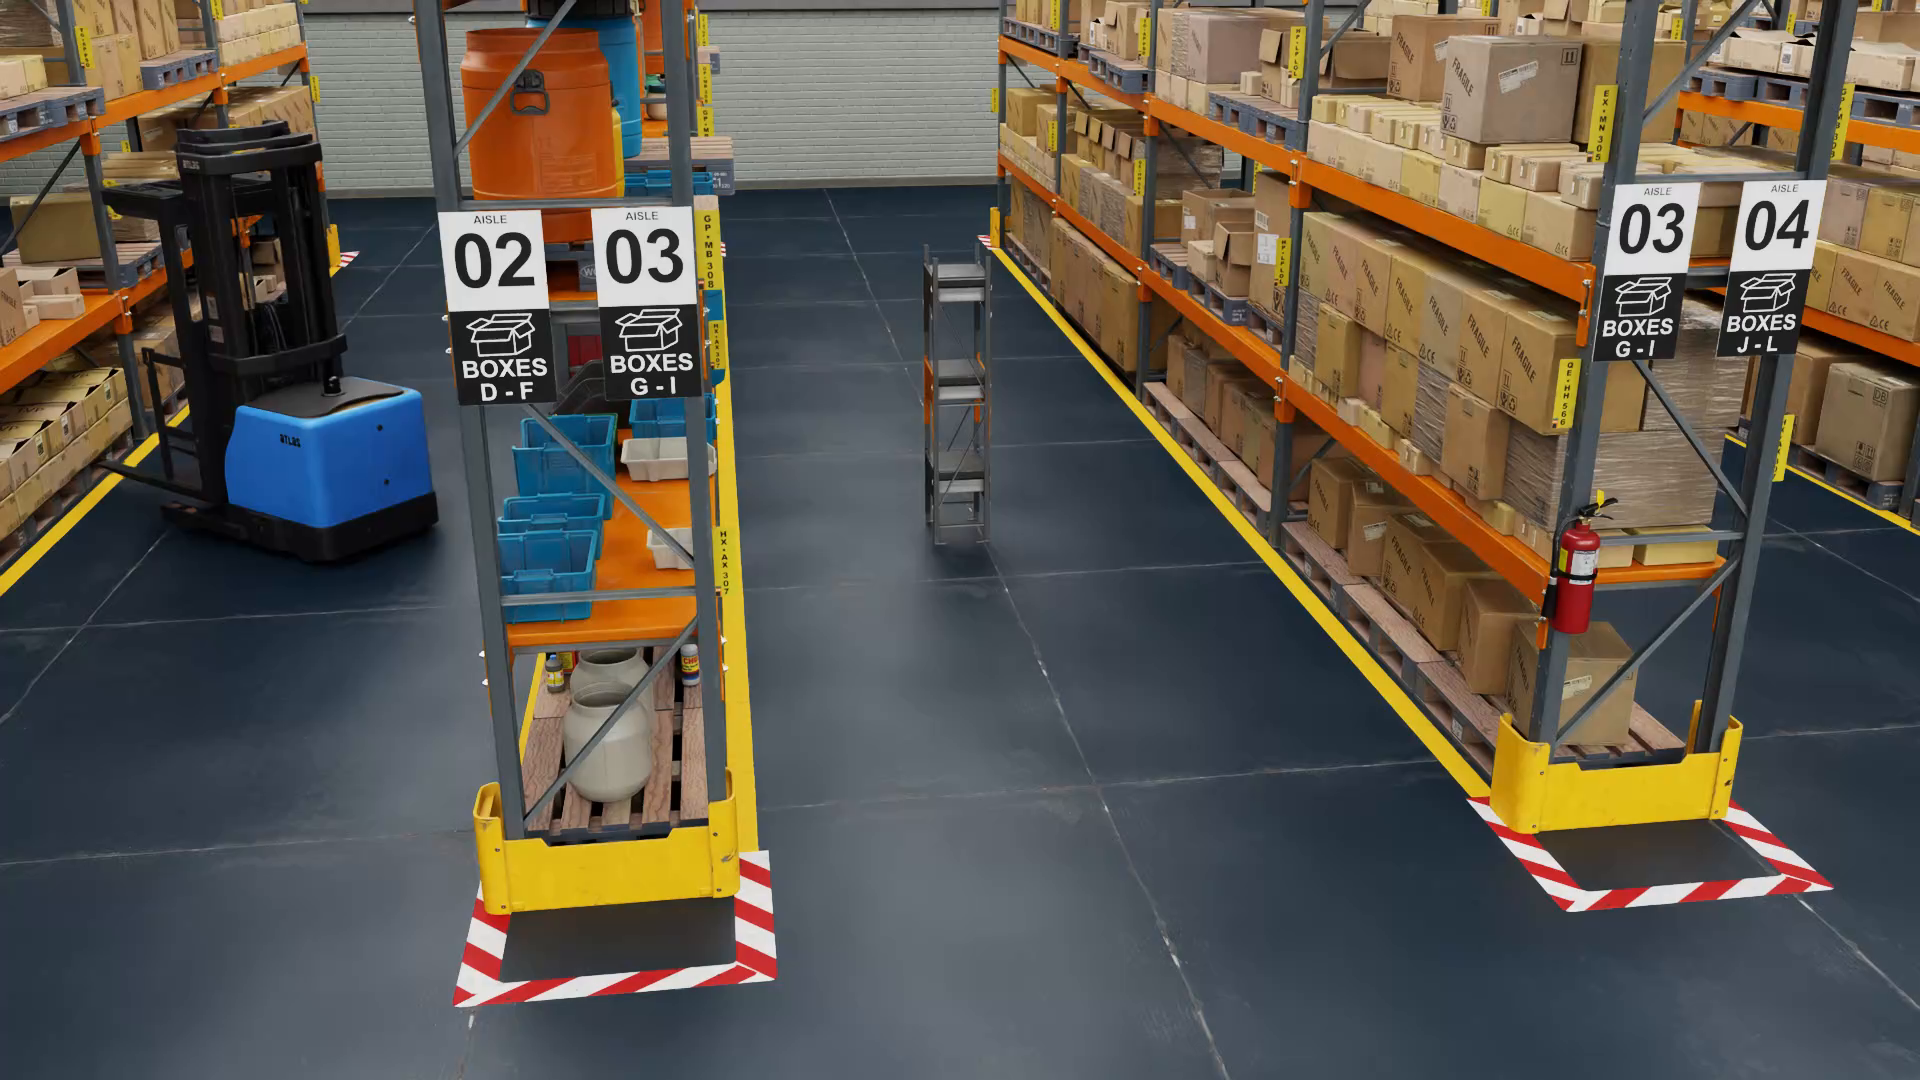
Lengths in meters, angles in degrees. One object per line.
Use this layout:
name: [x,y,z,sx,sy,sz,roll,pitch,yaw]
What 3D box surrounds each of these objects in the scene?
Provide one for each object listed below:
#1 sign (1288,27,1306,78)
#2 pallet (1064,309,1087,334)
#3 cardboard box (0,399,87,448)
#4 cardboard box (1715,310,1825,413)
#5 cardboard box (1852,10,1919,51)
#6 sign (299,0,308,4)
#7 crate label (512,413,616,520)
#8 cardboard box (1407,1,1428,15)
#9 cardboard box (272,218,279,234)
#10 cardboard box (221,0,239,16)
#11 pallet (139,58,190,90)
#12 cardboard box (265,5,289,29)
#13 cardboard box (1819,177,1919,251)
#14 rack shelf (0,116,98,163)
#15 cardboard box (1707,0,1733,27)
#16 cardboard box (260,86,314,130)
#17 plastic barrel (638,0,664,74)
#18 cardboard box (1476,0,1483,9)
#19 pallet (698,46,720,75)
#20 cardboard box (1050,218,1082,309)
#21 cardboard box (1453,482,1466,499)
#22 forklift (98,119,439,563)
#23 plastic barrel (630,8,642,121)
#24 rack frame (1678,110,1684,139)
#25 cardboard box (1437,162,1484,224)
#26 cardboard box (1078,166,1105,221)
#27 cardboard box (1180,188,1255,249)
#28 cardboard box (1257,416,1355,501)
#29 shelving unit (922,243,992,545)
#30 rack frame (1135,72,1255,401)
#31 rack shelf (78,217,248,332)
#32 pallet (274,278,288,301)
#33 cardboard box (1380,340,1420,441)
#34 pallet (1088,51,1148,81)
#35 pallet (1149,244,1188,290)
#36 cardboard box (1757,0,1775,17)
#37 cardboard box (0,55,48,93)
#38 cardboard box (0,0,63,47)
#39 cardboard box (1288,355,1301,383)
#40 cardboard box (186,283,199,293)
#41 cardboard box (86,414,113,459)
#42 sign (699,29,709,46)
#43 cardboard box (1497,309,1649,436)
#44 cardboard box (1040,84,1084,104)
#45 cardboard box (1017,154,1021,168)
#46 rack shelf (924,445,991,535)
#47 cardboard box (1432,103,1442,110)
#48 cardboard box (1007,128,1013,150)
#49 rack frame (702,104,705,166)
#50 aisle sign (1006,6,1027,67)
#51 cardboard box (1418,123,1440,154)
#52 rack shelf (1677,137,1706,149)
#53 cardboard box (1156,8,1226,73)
sign: [2.203,-3.187,10.873,0.100,0.325,0.005,-3,21,-8]
pallet: [1.785,-2.585,18.835,1.003,0.211,1.213,-3,21,-8]
cardboard box: [-7.157,-0.919,12.918,0.500,0.311,0.500,-3,21,-8]
cardboard box: [7.226,-1.610,14.854,1.050,0.750,0.750,-3,21,-7]
cardboard box: [7.626,-4.092,13.713,0.500,0.500,0.500,-3,21,-8]
sign: [-8.229,-6.882,20.802,0.100,0.325,0.005,-3,21,-8]
crate label: [-2.106,-0.390,8.922,0.502,0.435,0.616,-3,21,-8]
cardboard box: [5.963,-6.627,20.886,0.500,0.250,0.500,-4,21,-10]
cardboard box: [-8.459,-3.900,21.315,0.500,0.500,0.500,-3,21,-8]
cardboard box: [-8.244,-5.923,17.929,0.700,0.500,0.500,-3,21,-8]
pallet: [-8.027,-4.385,15.651,1.213,0.211,1.003,-3,21,-8]
cardboard box: [-8.382,-6.272,19.934,0.500,0.250,0.500,-3,21,-8]
cardboard box: [7.449,-2.639,13.424,0.700,0.500,0.500,-3,21,-7]
rack shelf: [-7.340,-2.647,11.757,1.077,0.370,4.000,-3,21,-8]
cardboard box: [7.238,-5.128,16.134,0.396,0.266,0.258,-3,21,-8]
cardboard box: [-8.445,-5.416,20.858,0.500,0.500,0.500,-3,21,-8]
plastic barrel: [-2.805,-4.519,14.528,0.600,0.830,0.708,-3,21,-8]
cardboard box: [6.206,-6.220,19.225,0.380,0.149,0.250,-4,21,-10]
pallet: [-3.093,-4.955,17.178,1.213,0.211,1.003,-3,21,-8]
cardboard box: [1.711,-3.135,18.760,1.225,0.875,0.875,-3,21,-8]
cardboard box: [2.945,-0.317,9.136,0.380,0.149,0.250,-3,21,-8]
forklift: [-5.402,-1.587,12.276,3.031,2.935,1.130,13,24,30]
plastic barrel: [-2.626,-3.393,12.009,0.600,0.901,0.708,-3,21,-8]
rack frame: [10.829,-6.039,24.098,1.000,3.000,0.127,-3,21,-8]
cardboard box: [2.867,-1.839,8.780,0.500,0.250,0.500,-2,21,-7]
cardboard box: [1.563,-3.682,17.644,0.500,0.500,0.500,-3,21,-9]
cardboard box: [2.293,-2.828,14.758,0.500,0.500,0.500,-6,21,-14]
cardboard box: [2.685,-0.633,12.568,0.700,0.500,0.500,-5,21,-12]
shelving unit: [-0.024,-1.041,12.002,0.431,2.100,0.503,-3,21,-8]
rack frame: [2.175,-2.769,15.344,1.000,3.000,0.127,-3,21,-8]
rack shelf: [-7.916,-2.627,15.990,1.077,0.370,4.000,-3,21,-8]
pallet: [-8.482,-3.011,19.976,1.003,0.211,1.213,-3,21,-8]
cardboard box: [2.996,-0.894,9.754,0.875,0.500,0.500,-3,21,-8]
pallet: [1.866,-4.693,16.478,1.003,0.211,1.213,-2,21,-5]
pallet: [2.384,-2.438,14.731,1.213,0.211,1.003,-3,21,-8]
cardboard box: [10.995,-7.125,22.104,0.500,0.311,0.500,-3,21,-7]
cardboard box: [-7.507,-3.648,13.025,0.500,0.250,0.500,-4,21,-12]
cardboard box: [-7.685,-4.343,13.698,0.500,0.500,0.500,-3,21,-8]
cardboard box: [2.485,-1.177,11.440,0.380,0.149,0.250,-3,21,-8]
cardboard box: [-7.787,-2.363,17.200,0.500,0.500,0.500,-3,21,-8]
cardboard box: [-7.233,-0.832,13.485,0.500,0.250,0.500,-3,21,-8]
sign: [-2.758,-5.341,17.929,0.100,0.325,0.005,-3,21,-8]
cardboard box: [3.005,-0.832,8.160,0.500,0.500,0.500,-3,21,-8]
cardboard box: [1.352,-5.804,22.187,0.500,0.500,0.500,-3,21,-7]
cardboard box: [0.935,-4.837,21.239,0.380,0.149,0.250,-3,21,-8]
rack shelf: [-0.024,-0.372,12.252,0.431,0.518,0.480,-3,21,-8]
cardboard box: [3.155,-2.629,10.324,0.380,0.149,0.250,-4,21,-10]
cardboard box: [0.906,-5.249,21.772,0.500,0.250,0.500,-3,21,-8]
rack frame: [-3.302,-3.905,18.383,1.000,3.000,0.127,-3,21,-8]
aisle sign: [0.715,-6.767,22.331,0.394,0.787,0.004,-3,21,-8]
cardboard box: [2.790,-2.241,9.287,0.380,0.149,0.250,-2,21,-6]
rack shelf: [11.117,-5.010,22.370,1.077,0.370,4.000,-3,21,-8]
cardboard box: [1.989,-4.280,14.244,0.500,0.500,0.500,-3,21,-7]
